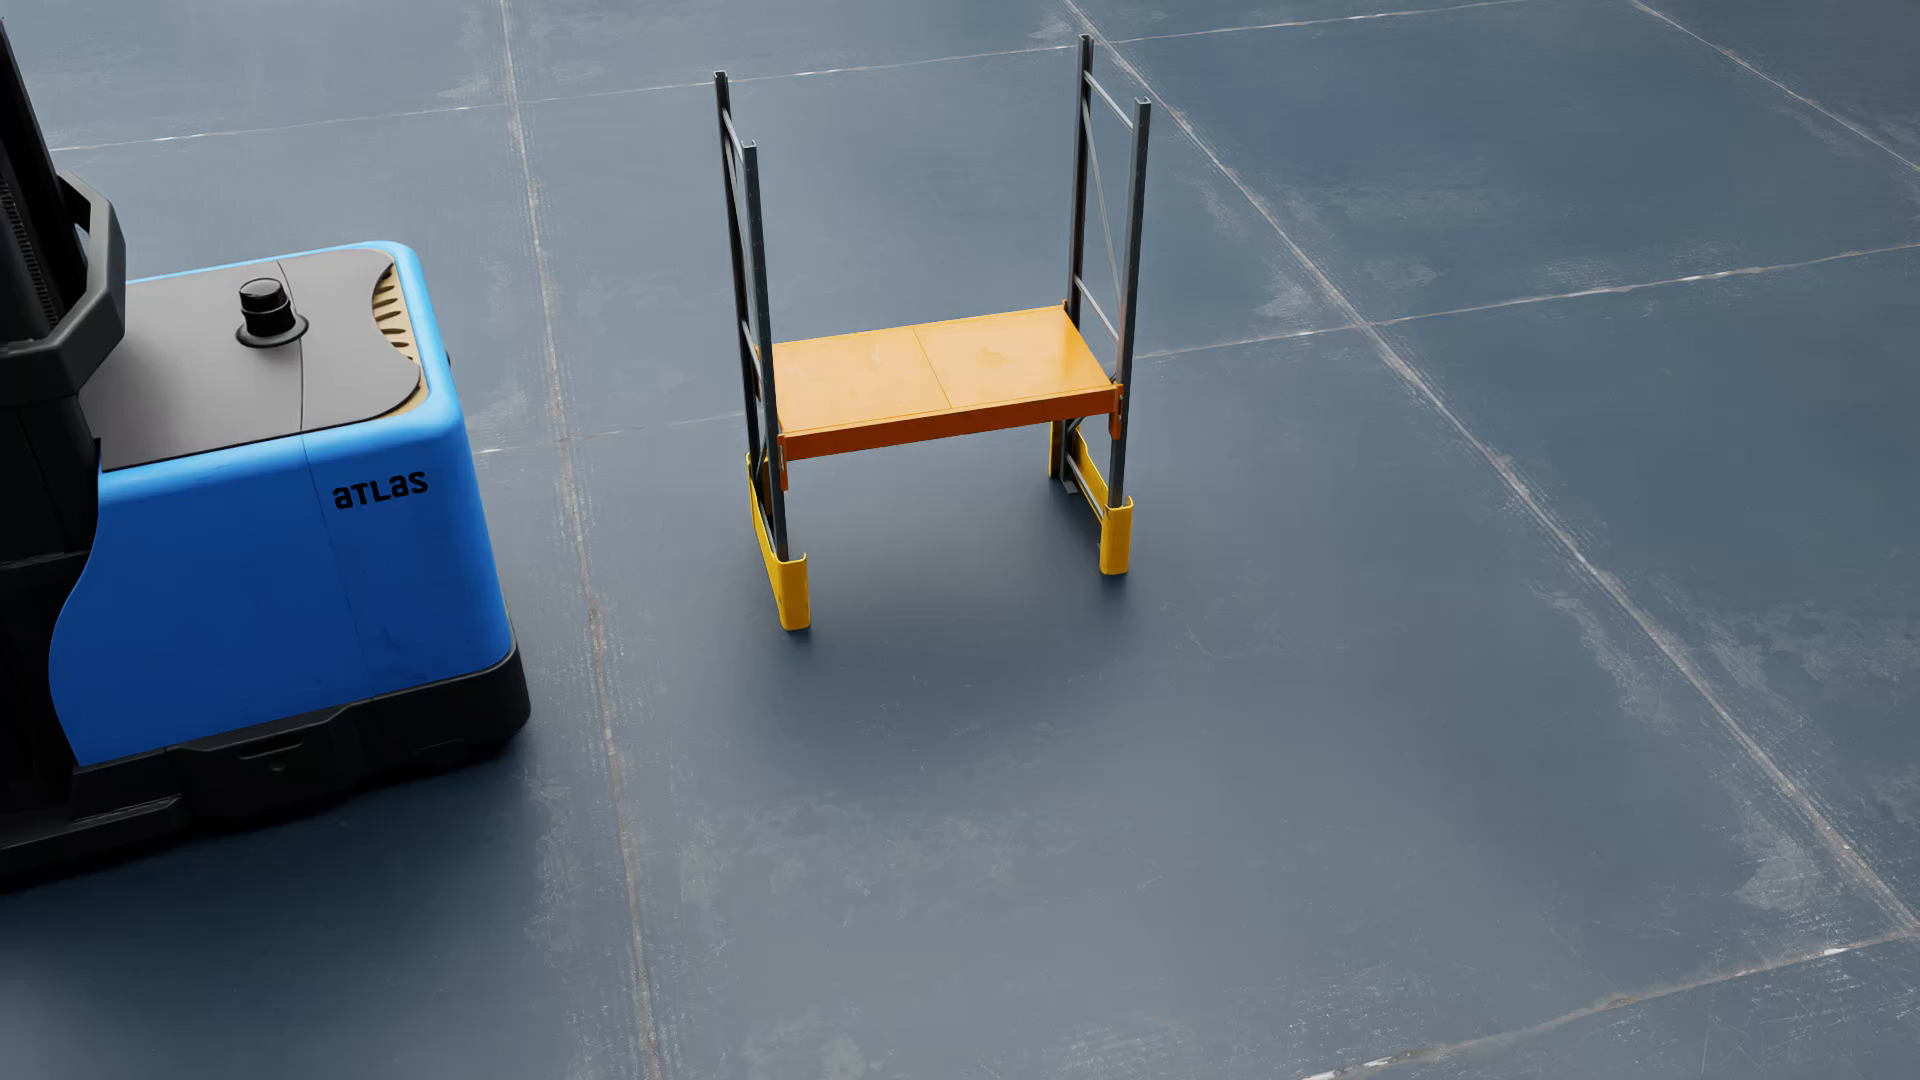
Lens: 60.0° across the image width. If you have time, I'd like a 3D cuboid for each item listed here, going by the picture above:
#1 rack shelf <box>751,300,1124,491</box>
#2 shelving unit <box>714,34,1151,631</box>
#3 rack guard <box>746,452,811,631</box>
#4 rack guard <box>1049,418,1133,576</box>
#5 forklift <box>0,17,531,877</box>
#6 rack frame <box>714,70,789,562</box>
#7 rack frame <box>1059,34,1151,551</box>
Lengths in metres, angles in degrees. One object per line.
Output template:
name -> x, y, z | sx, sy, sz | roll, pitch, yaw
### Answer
rack shelf -> -0.082, -0.439, 4.886 | 1.000, 0.185, 0.538 | -9, 38, -12
shelving unit -> -0.074, -0.584, 4.779 | 1.083, 1.500, 0.587 | -9, 38, -12
rack guard -> -0.554, -0.008, 5.055 | 0.087, 0.250, 0.587 | -9, 38, -12
rack guard -> 0.407, -0.166, 5.261 | 0.087, 0.250, 0.587 | -9, 38, -12
forklift -> -2.736, -0.555, 3.563 | 3.031, 2.935, 1.130 | -13, 39, -17
rack frame -> -0.573, -0.502, 4.671 | 0.032, 1.500, 0.500 | -9, 38, -12
rack frame -> 0.408, -0.663, 4.882 | 0.032, 1.500, 0.500 | -9, 38, -12
